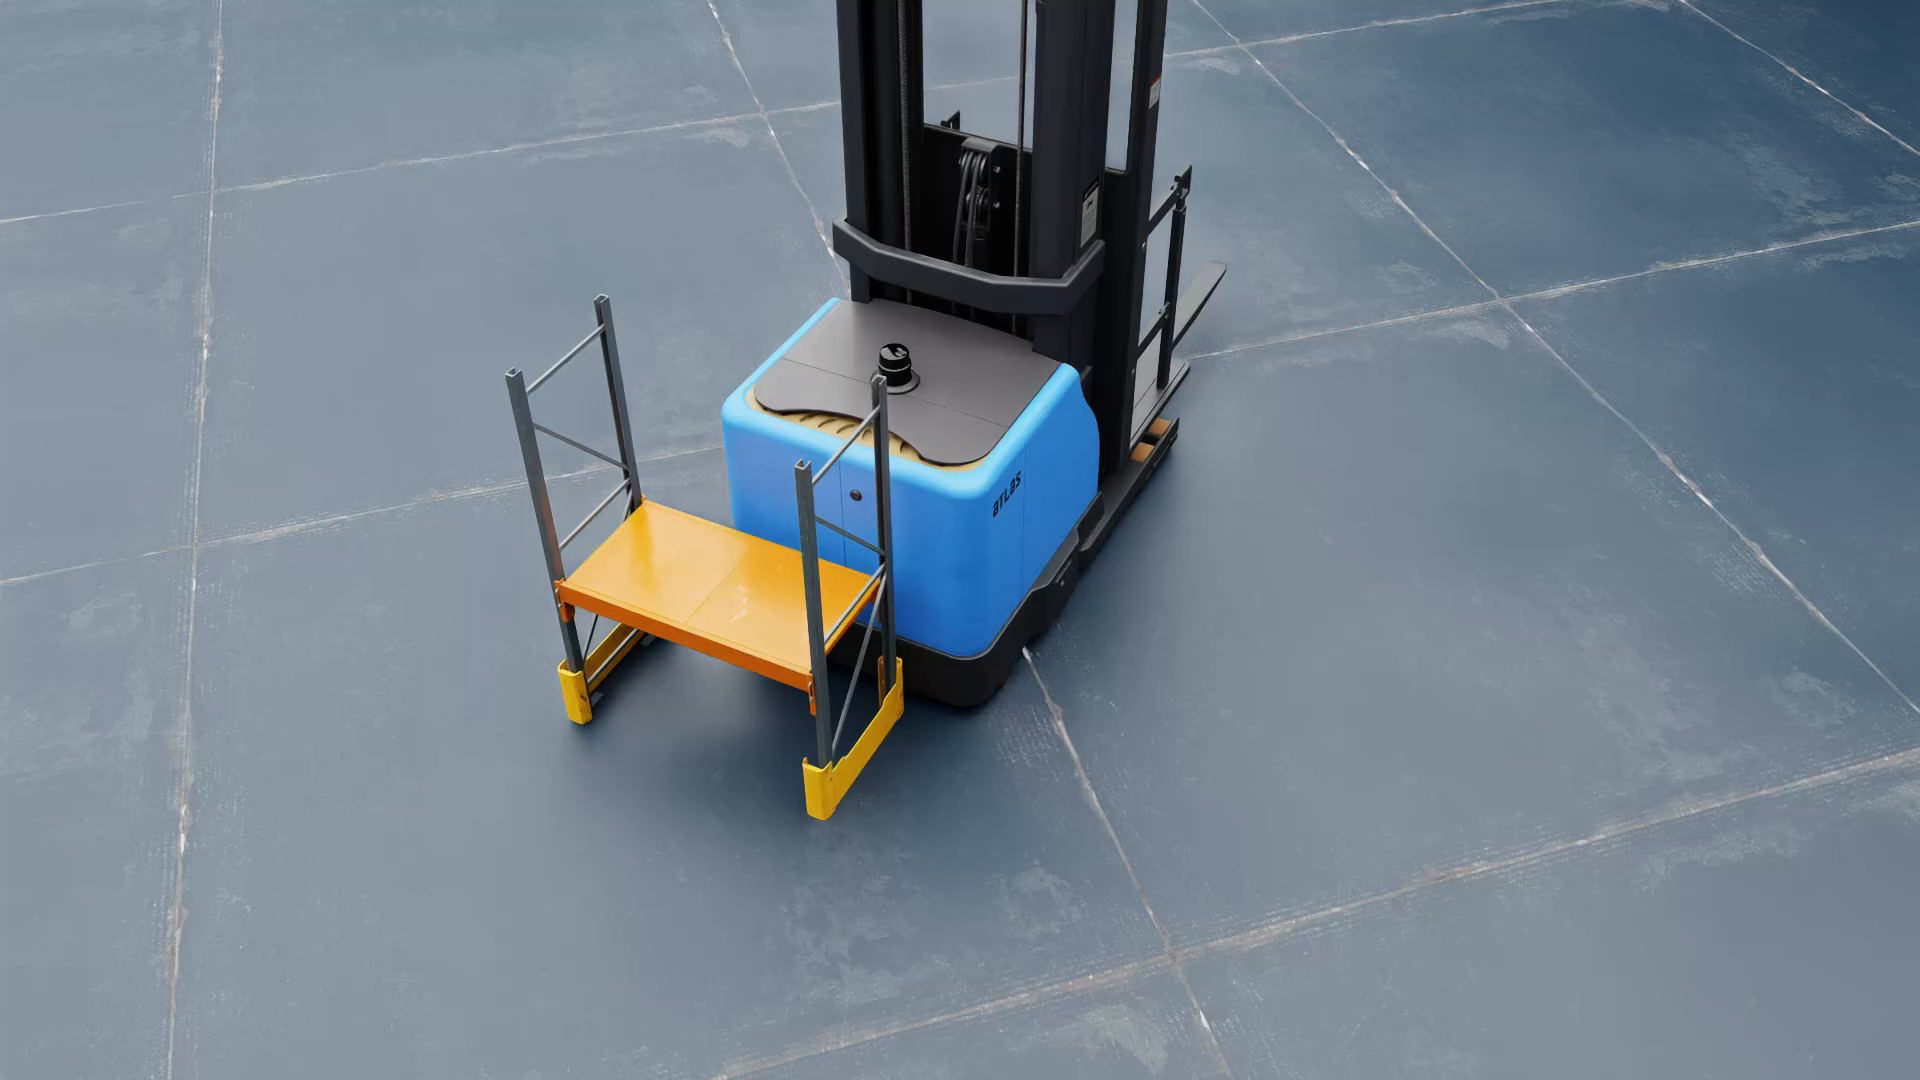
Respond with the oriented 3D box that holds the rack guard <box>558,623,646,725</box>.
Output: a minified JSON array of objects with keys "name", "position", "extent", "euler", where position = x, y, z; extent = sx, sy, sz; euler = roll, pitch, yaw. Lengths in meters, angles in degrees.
[{"name":"rack guard","position":[-1.257,0.390,6.114],"extent":[0.087,0.250,0.587],"euler":[18,44,19]}]

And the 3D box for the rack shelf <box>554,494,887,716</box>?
[{"name":"rack shelf","position":[-0.802,0.202,5.652],"extent":[1.000,0.185,0.538],"euler":[18,44,19]}]

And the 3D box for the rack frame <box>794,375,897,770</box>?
[{"name":"rack frame","position":[-0.346,0.214,5.365],"extent":[0.032,1.500,0.500],"euler":[18,44,19]}]

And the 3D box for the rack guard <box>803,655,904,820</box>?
[{"name":"rack guard","position":[-0.363,0.679,5.782],"extent":[0.087,0.250,0.587],"euler":[18,44,19]}]

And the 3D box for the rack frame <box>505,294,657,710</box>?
[{"name":"rack frame","position":[-1.258,-0.081,5.703],"extent":[0.032,1.500,0.500],"euler":[18,44,19]}]

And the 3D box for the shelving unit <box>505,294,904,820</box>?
[{"name":"shelving unit","position":[-0.810,0.064,5.537],"extent":[1.083,1.500,0.587],"euler":[18,44,19]}]

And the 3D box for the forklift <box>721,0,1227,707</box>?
[{"name":"forklift","position":[0.285,-1.471,6.206],"extent":[1.130,2.935,3.031],"euler":[19,44,20]}]
